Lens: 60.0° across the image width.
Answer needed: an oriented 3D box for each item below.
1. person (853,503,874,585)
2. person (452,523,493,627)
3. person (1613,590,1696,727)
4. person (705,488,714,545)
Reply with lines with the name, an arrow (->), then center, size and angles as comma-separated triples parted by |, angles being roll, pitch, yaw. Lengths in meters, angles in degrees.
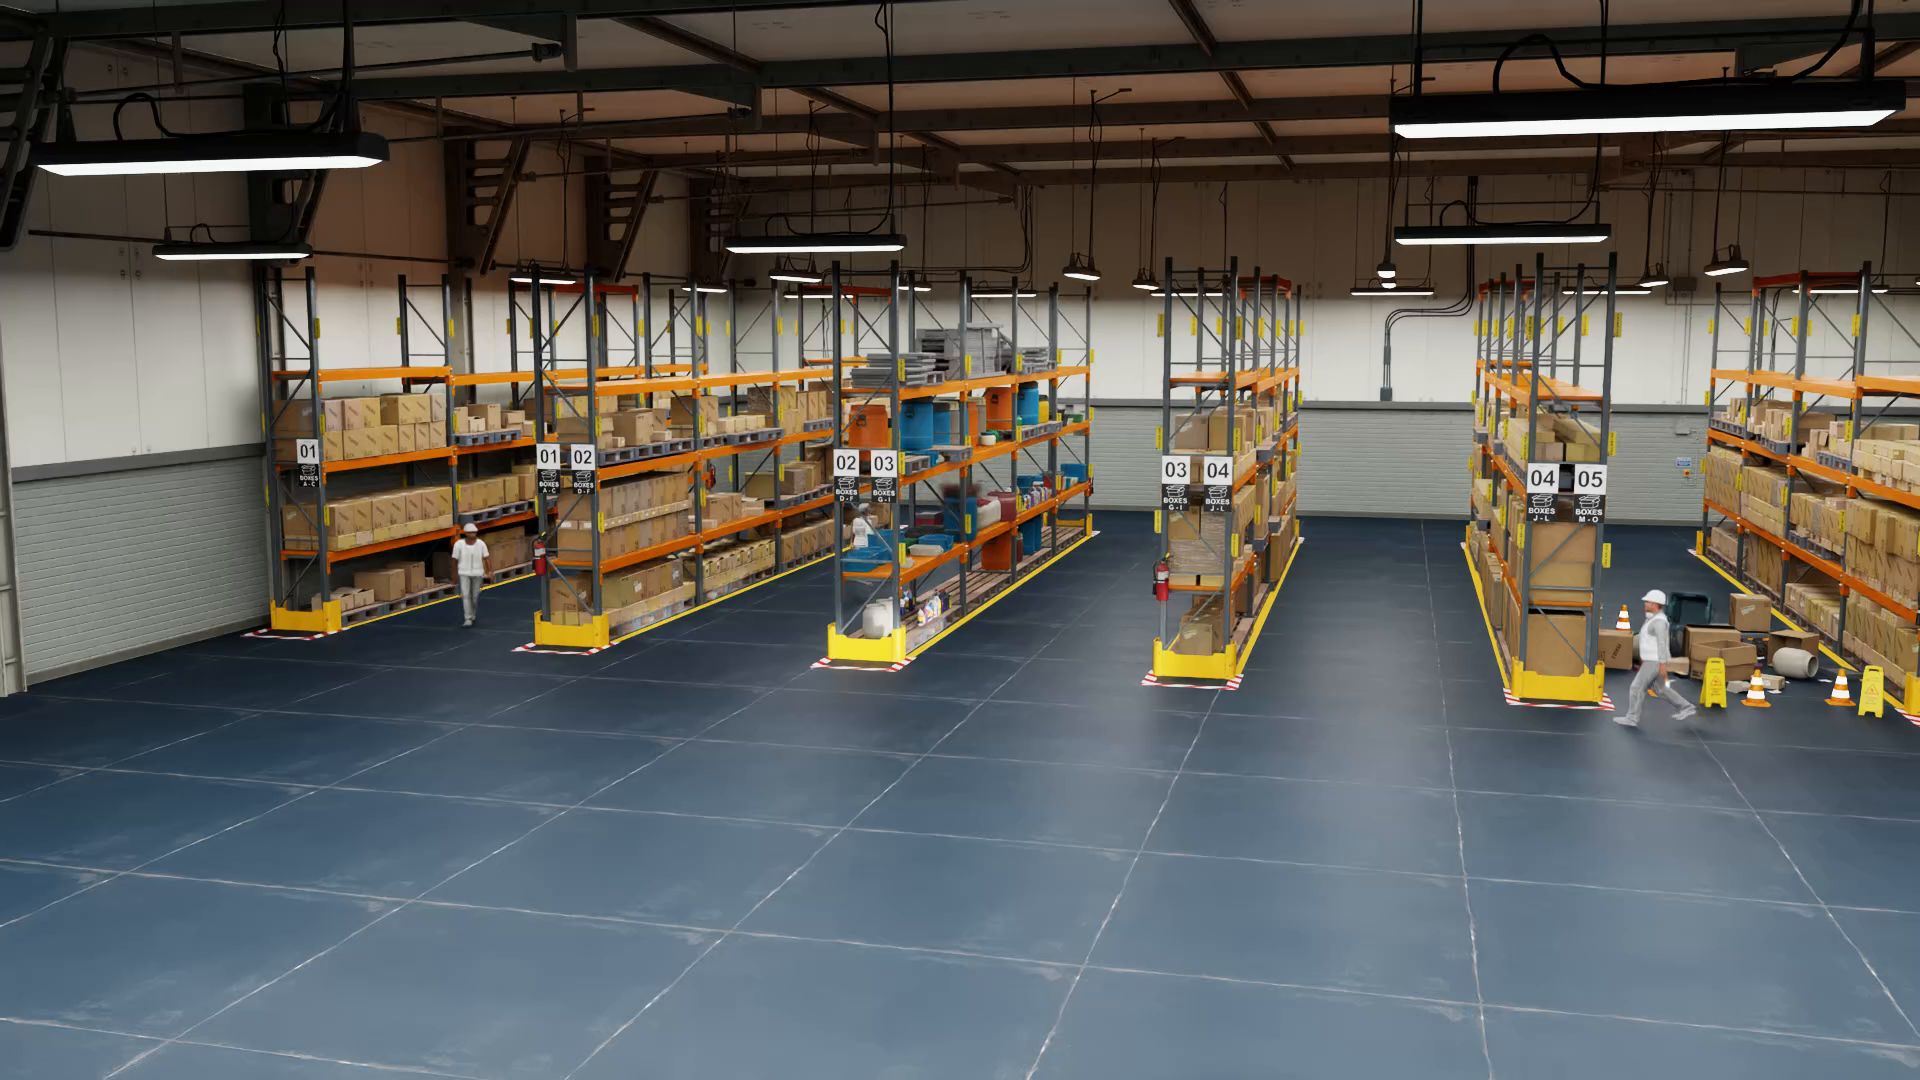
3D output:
person -> -1.787, 0.059, 31.207 | 0.507, 1.505, 0.630 | 6, 9, 39
person -> -8.241, 0.570, 28.112 | 0.660, 1.706, 1.068 | -3, 8, -21
person -> 8.772, 1.493, 20.910 | 0.999, 1.739, 0.542 | 2, 8, 15
person -> -5.418, -0.317, 35.583 | 0.473, 1.580, 1.037 | 2, 8, 18
